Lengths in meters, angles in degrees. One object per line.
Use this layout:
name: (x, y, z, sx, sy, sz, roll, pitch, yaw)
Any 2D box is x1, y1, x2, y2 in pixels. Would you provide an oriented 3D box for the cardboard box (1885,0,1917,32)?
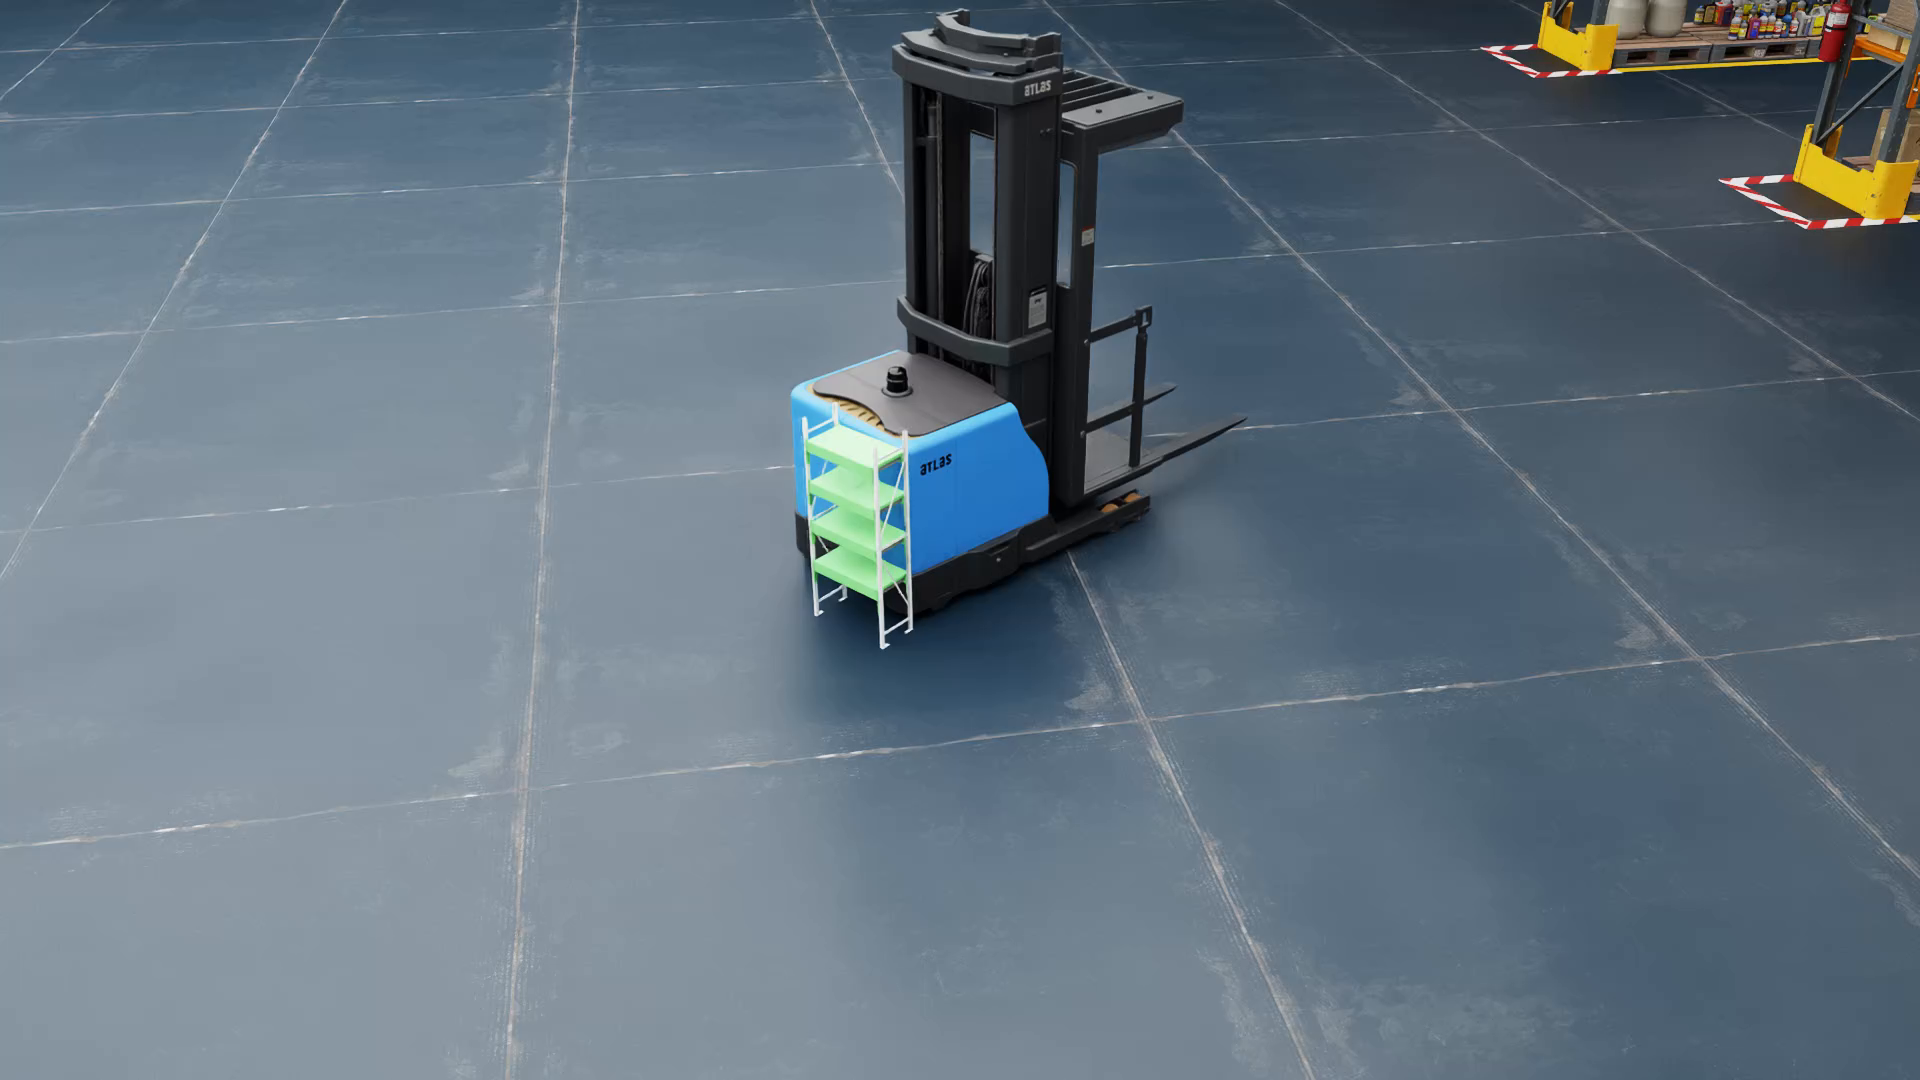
cardboard box: (8.469, -4.588, 14.201, 0.500, 0.500, 0.875, -5, 31, -9)

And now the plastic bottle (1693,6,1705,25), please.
plastic bottle: (8.759, -6.219, 19.694, 0.097, 0.201, 0.097, 0, 30, 0)

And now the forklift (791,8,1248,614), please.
forklift: (0.499, -1.488, 9.388, 3.031, 2.935, 1.130, -24, 38, -35)

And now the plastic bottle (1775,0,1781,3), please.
plastic bottle: (9.742, -6.355, 19.844, 0.133, 0.283, 0.061, -4, 31, -7)

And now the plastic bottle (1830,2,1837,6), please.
plastic bottle: (10.474, -6.378, 19.964, 0.097, 0.201, 0.097, 0, 30, 0)

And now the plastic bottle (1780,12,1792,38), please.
plastic bottle: (9.506, -5.932, 19.137, 0.097, 0.271, 0.097, 0, 30, 0)

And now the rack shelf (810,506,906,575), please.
rack shelf: (-0.526, -0.012, 8.709, 0.480, 0.148, 0.258, 24, 39, 34)

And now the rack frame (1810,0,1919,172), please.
rack frame: (7.923, -4.380, 14.239, 0.127, 3.000, 1.000, -5, 31, -9)

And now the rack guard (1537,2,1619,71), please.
rack guard: (7.098, -5.802, 19.124, 0.348, 0.500, 1.175, -5, 31, -9)

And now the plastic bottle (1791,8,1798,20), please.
plastic bottle: (9.698, -6.024, 19.281, 0.133, 0.283, 0.061, -5, 31, -9)

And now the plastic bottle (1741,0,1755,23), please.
plastic bottle: (9.310, -6.322, 19.722, 0.185, 0.351, 0.144, -4, 31, -7)

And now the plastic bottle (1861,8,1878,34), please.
plastic bottle: (10.552, -6.025, 19.283, 0.133, 0.283, 0.061, -4, 31, -6)

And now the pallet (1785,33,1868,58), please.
pallet: (10.298, -5.972, 19.698, 1.213, 0.211, 1.003, -5, 31, -9)

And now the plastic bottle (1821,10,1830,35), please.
plastic bottle: (10.043, -5.978, 19.202, 0.133, 0.283, 0.061, -3, 31, -6)

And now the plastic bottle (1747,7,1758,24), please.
plastic bottle: (9.375, -6.202, 19.665, 0.097, 0.201, 0.097, 0, 30, 0)

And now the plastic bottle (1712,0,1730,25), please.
plastic bottle: (9.012, -6.260, 19.691, 0.135, 0.276, 0.152, -5, 31, -9)

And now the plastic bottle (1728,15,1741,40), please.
plastic bottle: (8.871, -5.873, 19.036, 0.097, 0.271, 0.097, 0, 30, 0)

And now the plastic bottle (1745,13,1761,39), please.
plastic bottle: (9.097, -5.890, 19.053, 0.133, 0.283, 0.061, -5, 31, -8)

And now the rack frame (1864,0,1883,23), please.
rack frame: (10.966, -7.214, 19.060, 0.127, 3.000, 1.000, -5, 31, -9)

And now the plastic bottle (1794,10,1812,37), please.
plastic bottle: (9.717, -5.968, 19.193, 0.135, 0.276, 0.152, -5, 31, -8)

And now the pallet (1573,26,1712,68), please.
pallet: (7.898, -5.749, 19.319, 1.213, 0.211, 1.003, -5, 31, -9)

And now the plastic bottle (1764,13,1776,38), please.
plastic bottle: (9.306, -5.913, 19.105, 0.097, 0.271, 0.097, 0, 30, 0)

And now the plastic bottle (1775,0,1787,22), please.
plastic bottle: (9.774, -6.312, 19.783, 0.097, 0.271, 0.097, 0, 30, 0)

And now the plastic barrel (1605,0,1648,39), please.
plastic barrel: (7.665, -6.056, 19.130, 0.421, 0.512, 0.421, 0, 30, 0)

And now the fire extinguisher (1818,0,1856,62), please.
fire extinguisher: (7.728, -4.566, 14.632, 0.183, 0.674, 0.296, -5, 31, -9)

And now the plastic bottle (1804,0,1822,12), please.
plastic bottle: (10.123, -6.324, 19.724, 0.185, 0.351, 0.144, -5, 31, -9)

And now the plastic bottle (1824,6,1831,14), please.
plastic bottle: (10.144, -6.082, 19.386, 0.135, 0.276, 0.152, -5, 31, -9)

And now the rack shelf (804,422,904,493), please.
rack shelf: (-0.530, -0.423, 8.461, 0.480, 0.148, 0.258, 24, 39, 34)

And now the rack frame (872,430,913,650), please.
rack frame: (-0.342, 0.014, 8.539, 0.015, 1.200, 0.240, 24, 39, 34)

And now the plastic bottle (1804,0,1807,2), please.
plastic bottle: (10.097, -6.395, 19.847, 0.185, 0.351, 0.144, -4, 31, -8)

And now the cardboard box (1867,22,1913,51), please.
cardboard box: (8.167, -4.400, 14.522, 0.250, 0.149, 0.380, -5, 31, -9)

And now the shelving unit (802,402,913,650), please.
shelving unit: (-0.527, -0.067, 8.676, 0.503, 1.200, 0.258, 24, 39, 34)
